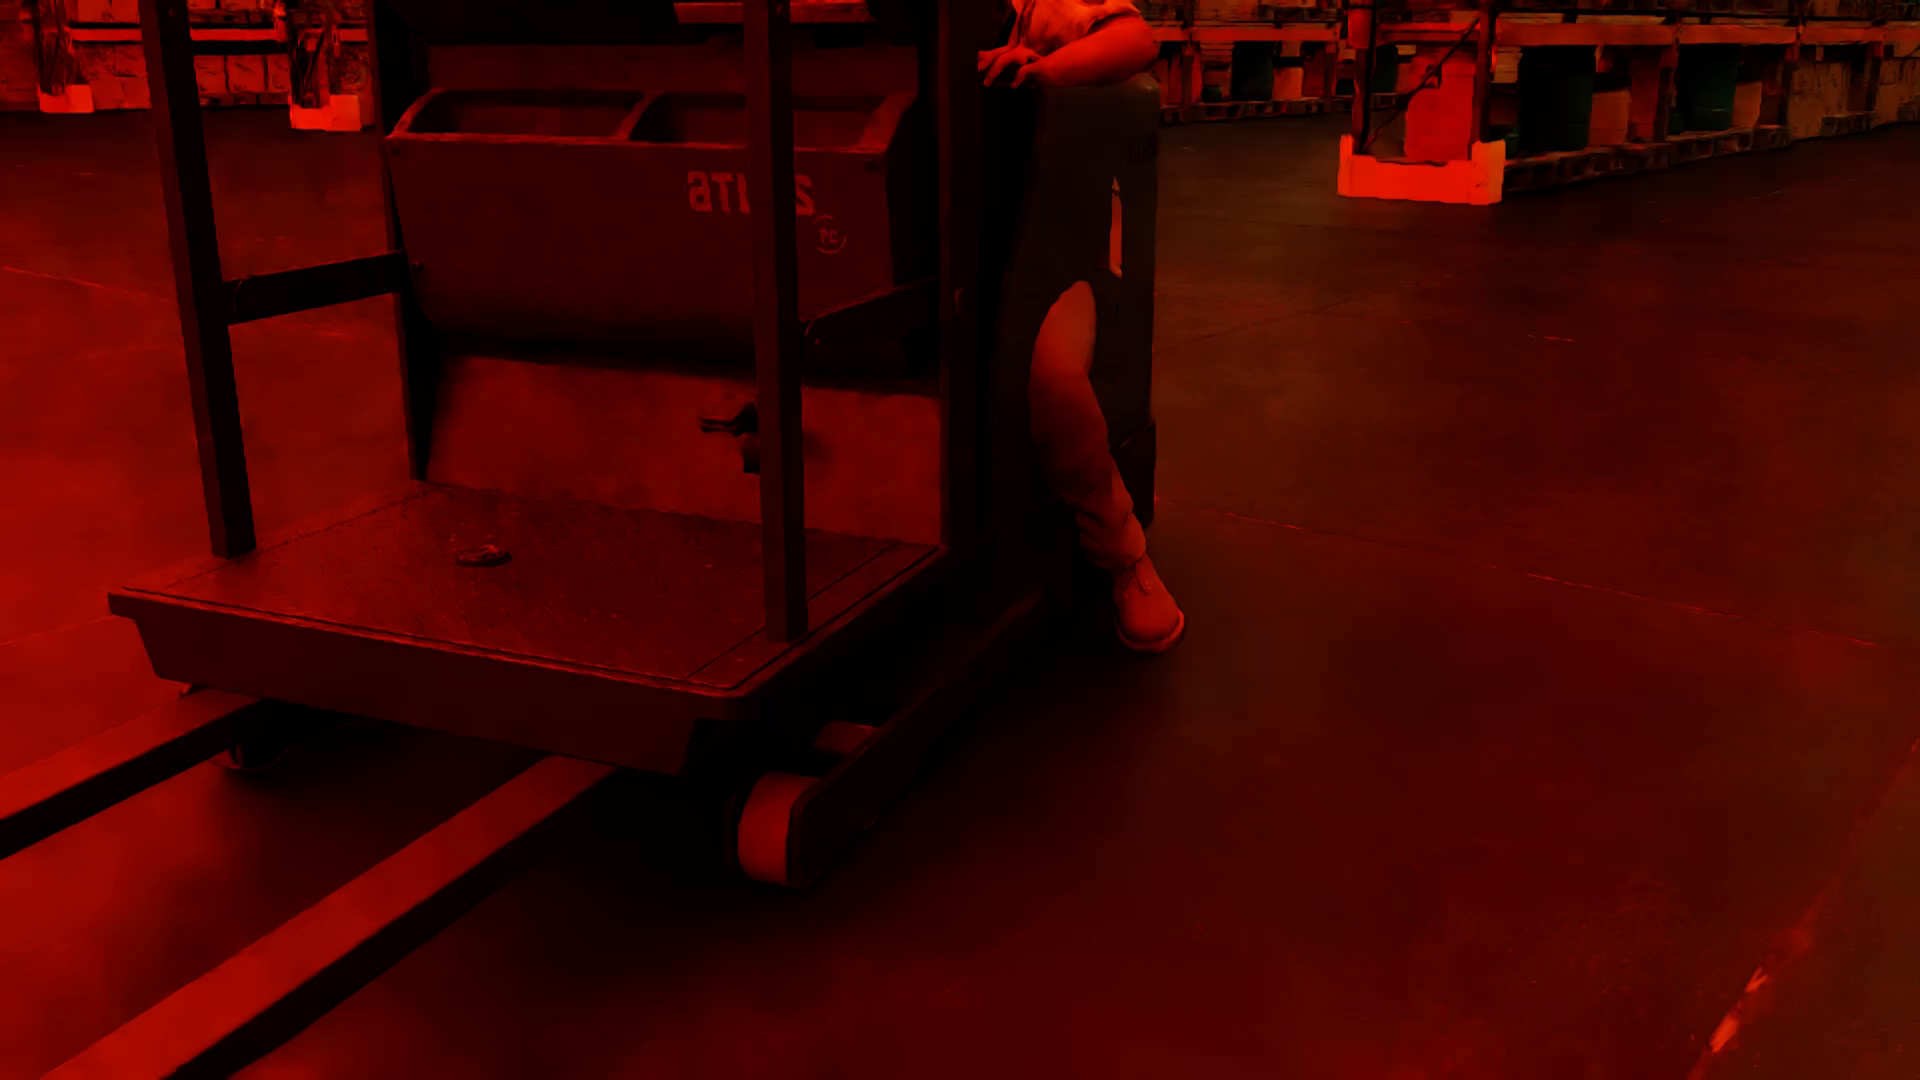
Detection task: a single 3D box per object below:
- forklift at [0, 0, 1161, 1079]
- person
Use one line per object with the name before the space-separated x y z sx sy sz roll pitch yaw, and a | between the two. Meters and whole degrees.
forklift | -0.591 -1.052 2.362 1.130 2.935 3.031 7 18 22
person | -0.009 -0.603 3.303 0.740 1.520 1.153 -13 21 -36
